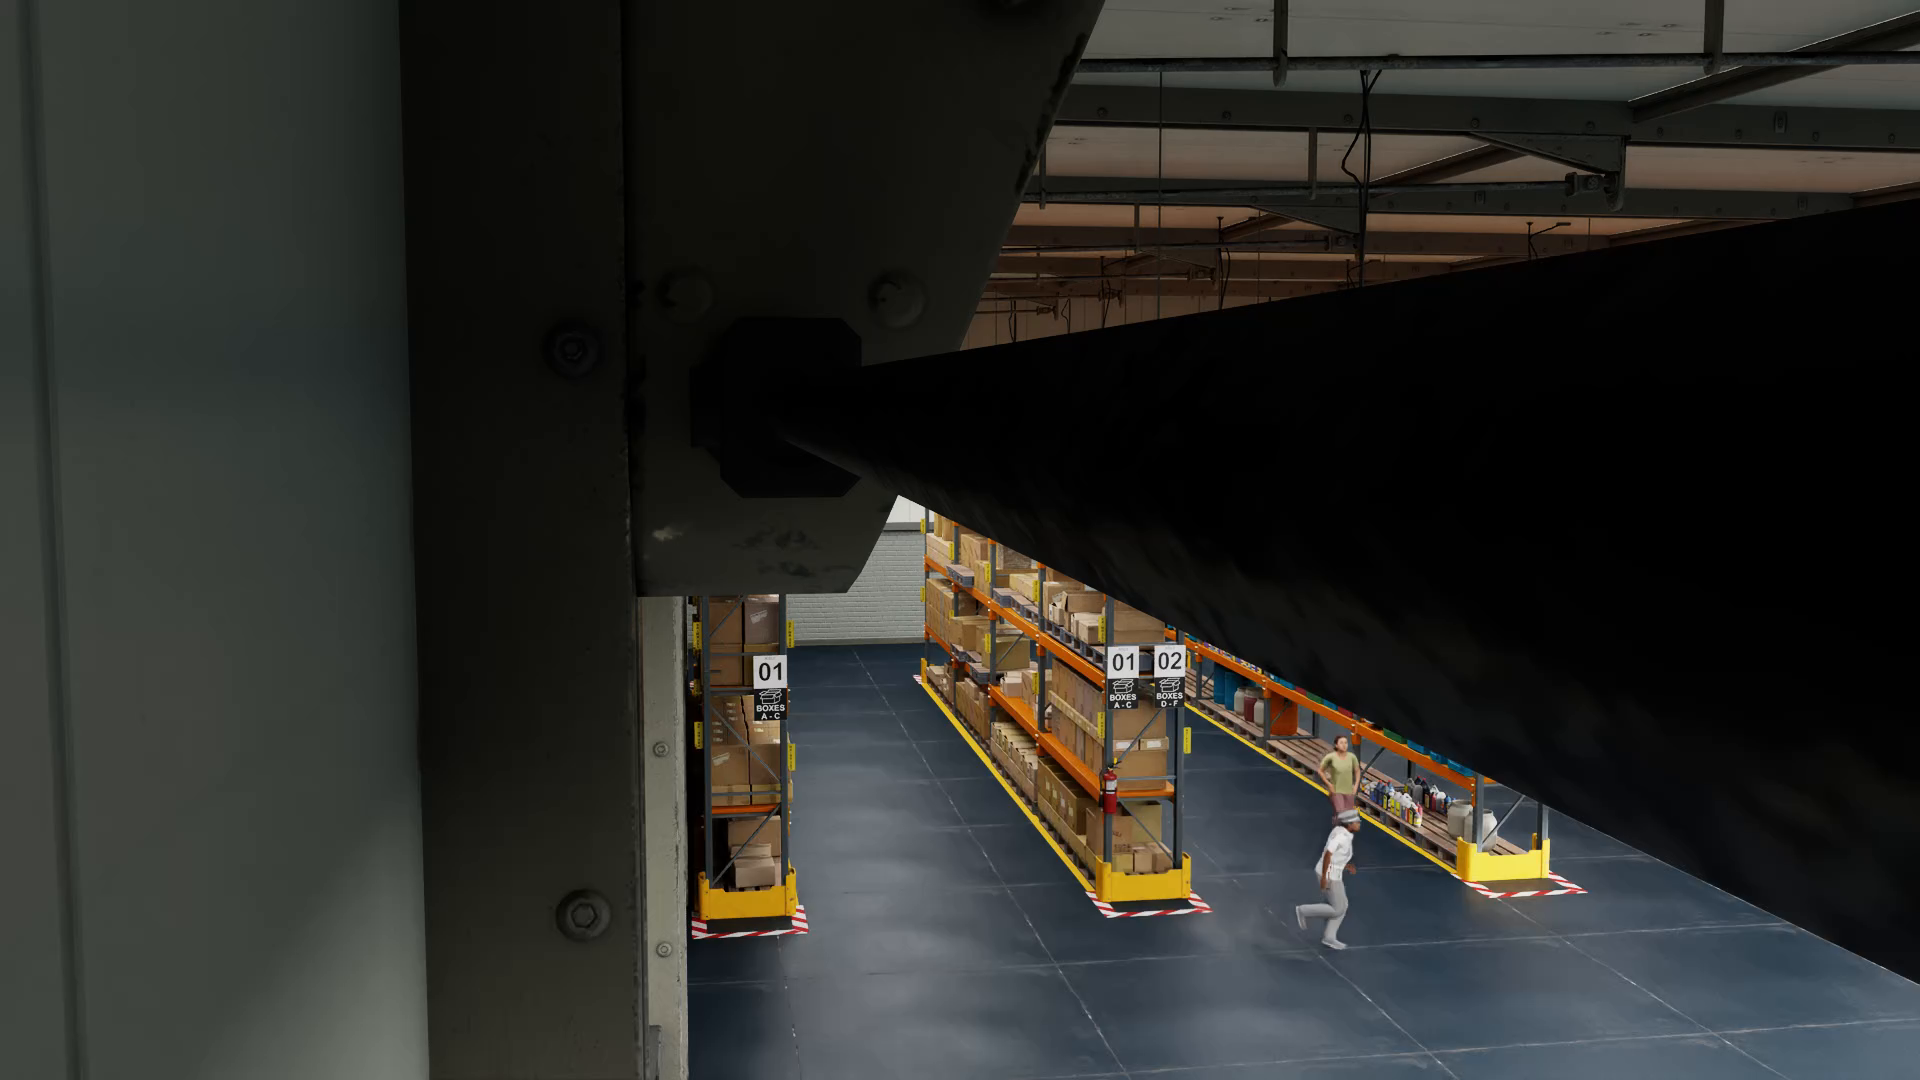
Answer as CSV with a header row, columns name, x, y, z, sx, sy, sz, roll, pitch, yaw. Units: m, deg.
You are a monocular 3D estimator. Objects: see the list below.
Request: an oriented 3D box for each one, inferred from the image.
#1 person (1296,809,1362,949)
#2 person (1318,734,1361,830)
name,x,y,z,sx,sy,sz,roll,pitch,yaw
person,4.219,3.868,19.063,0.730,1.608,0.556,0,5,5
person,5.264,3.490,23.071,0.598,1.640,0.702,-1,5,-7
